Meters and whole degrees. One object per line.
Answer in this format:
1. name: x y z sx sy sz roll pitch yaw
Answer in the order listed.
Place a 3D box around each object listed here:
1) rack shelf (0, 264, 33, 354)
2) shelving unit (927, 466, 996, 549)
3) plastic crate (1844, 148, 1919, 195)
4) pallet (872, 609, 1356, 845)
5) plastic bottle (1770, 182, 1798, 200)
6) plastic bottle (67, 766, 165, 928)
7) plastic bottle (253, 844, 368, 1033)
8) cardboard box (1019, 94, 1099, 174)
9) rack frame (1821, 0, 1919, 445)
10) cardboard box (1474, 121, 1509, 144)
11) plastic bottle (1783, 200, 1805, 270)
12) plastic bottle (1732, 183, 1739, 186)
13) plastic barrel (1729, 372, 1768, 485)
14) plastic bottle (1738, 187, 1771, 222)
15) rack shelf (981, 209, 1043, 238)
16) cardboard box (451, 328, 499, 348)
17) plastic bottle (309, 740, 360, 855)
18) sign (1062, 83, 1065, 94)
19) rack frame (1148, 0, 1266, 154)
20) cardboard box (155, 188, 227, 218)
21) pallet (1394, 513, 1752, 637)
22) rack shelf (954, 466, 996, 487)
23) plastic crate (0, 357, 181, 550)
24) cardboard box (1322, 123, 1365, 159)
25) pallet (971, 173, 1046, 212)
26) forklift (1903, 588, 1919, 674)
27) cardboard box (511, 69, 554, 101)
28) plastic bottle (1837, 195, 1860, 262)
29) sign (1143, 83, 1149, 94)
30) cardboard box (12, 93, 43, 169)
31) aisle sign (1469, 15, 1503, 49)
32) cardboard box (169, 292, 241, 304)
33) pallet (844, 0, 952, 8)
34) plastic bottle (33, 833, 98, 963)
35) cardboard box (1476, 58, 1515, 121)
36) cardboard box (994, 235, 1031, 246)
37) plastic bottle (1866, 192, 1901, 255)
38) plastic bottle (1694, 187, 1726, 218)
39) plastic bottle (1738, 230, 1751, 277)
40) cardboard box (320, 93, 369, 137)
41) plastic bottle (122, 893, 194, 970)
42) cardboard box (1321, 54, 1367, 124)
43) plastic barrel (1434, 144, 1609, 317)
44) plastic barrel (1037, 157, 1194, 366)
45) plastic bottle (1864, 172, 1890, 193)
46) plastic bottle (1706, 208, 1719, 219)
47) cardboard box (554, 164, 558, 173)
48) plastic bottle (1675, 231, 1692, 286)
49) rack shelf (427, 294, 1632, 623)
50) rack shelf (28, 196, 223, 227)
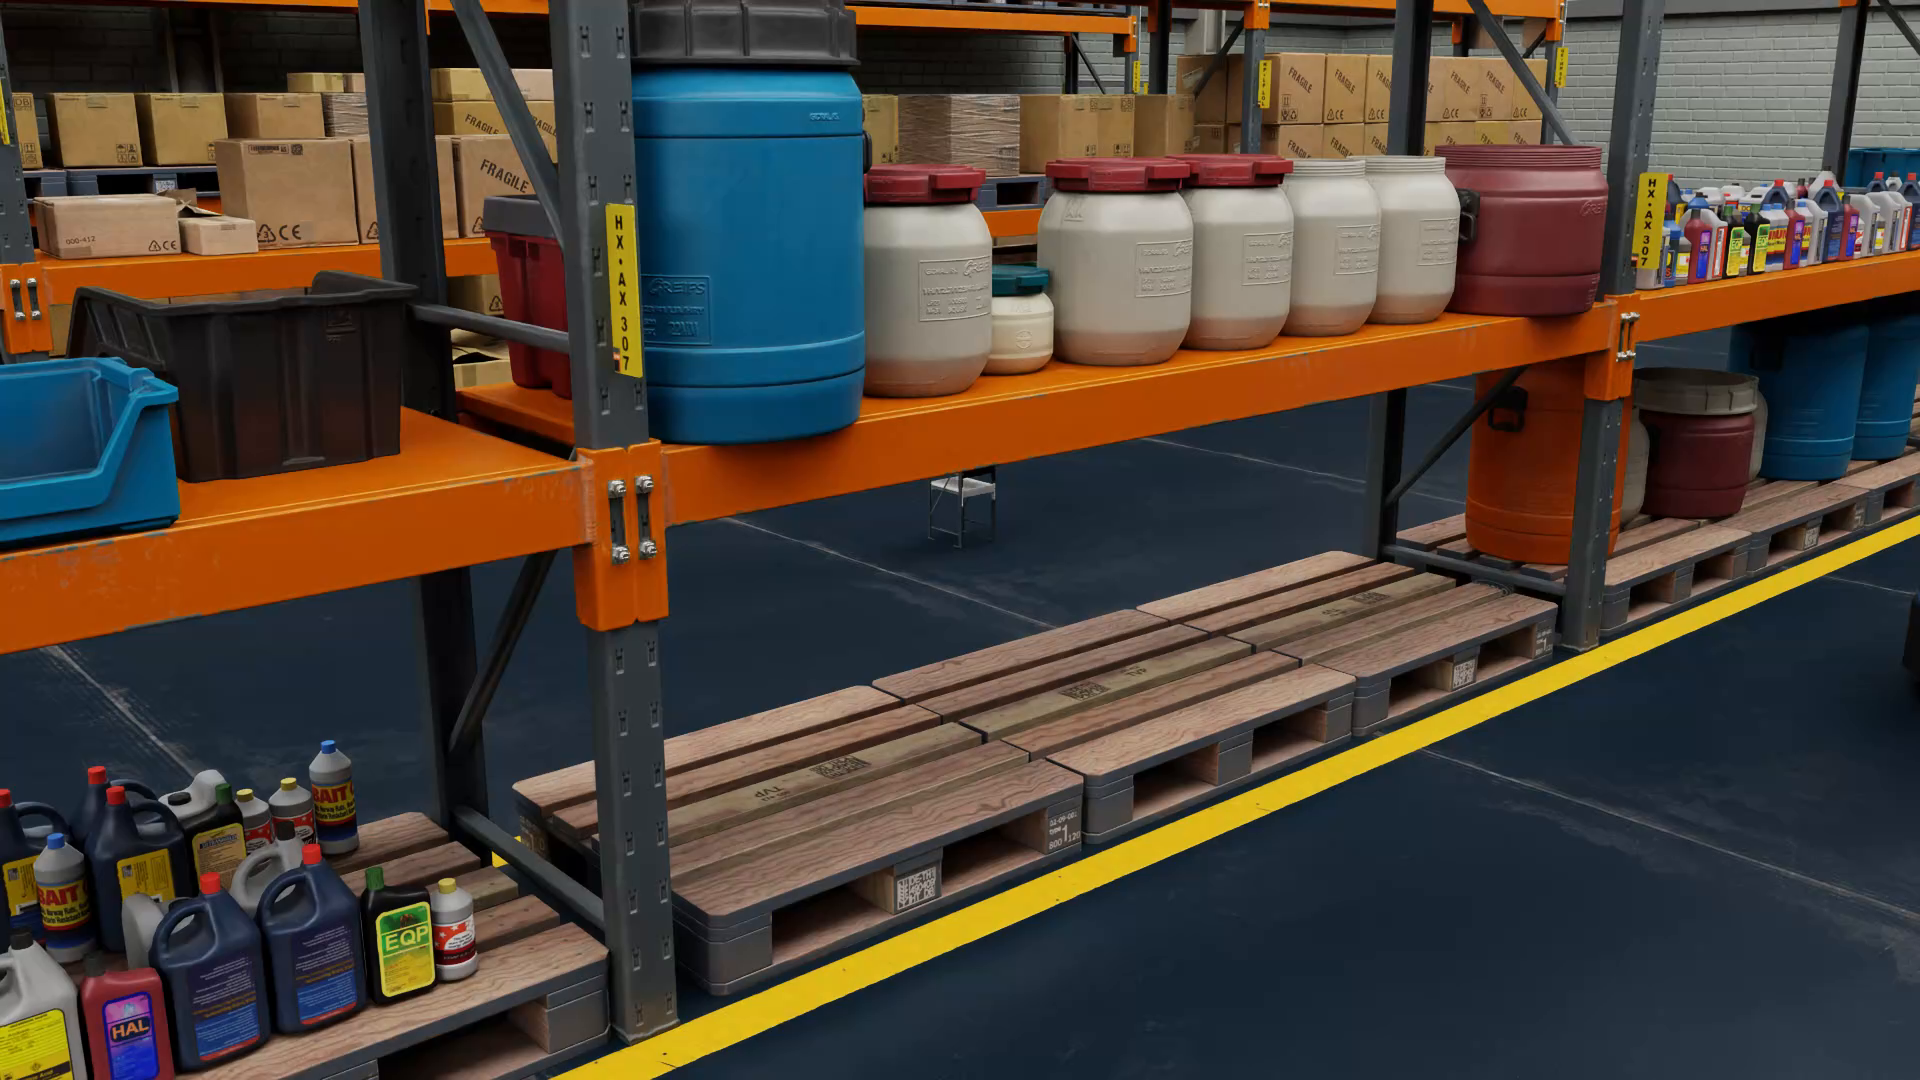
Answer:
1. rack shelf: -5.755 -0.733 6.074 4.000 0.370 1.077 -13 19 -39
2. shelving unit: 0.006 -0.436 7.639 0.210 0.900 0.258 -13 19 -39
3. plastic crate: 5.165 -1.976 9.250 0.575 0.384 0.392 -13 19 -39
4. pallet: 0.490 0.545 5.301 1.213 0.211 1.003 -13 19 -39
5. plastic bottle: 4.162 -1.683 8.479 0.135 0.276 0.152 -13 19 -39
6. plastic bottle: -1.879 0.669 3.712 0.185 0.351 0.144 -12 19 -38
7. plastic bottle: -1.295 0.779 3.303 0.185 0.351 0.144 -13 20 -41
8. cardboard box: 0.496 -2.714 11.090 0.700 0.500 0.500 10 18 33
9. rack frame: 5.037 -1.809 8.711 0.127 3.000 1.000 -13 19 -39
10. cardboard box: 4.258 -3.283 14.033 0.500 0.500 0.500 -12 19 -39
11. plastic bottle: 3.460 -1.272 6.927 0.133 0.283 0.061 -13 19 -39
12. plastic bottle: 3.810 -1.623 8.241 0.133 0.283 0.061 -13 19 -39
13. plastic barrel: 3.597 -0.523 7.903 0.421 0.512 0.421 0 15 0
14. plastic bottle: 3.839 -1.559 8.013 0.135 0.276 0.152 -13 19 -39
15. rack shelf: 0.280 -2.088 11.147 4.000 0.370 1.077 -13 19 -39
16. cardboard box: -2.594 -1.034 9.235 0.500 0.311 0.500 -13 20 -41
17. plastic bottle: -1.526 0.620 4.050 0.097 0.271 0.097 0 15 0
18. sign: 1.191 -4.981 18.754 0.005 0.325 0.100 -13 19 -39
19. rack frame: 1.788 -2.774 12.323 0.127 3.000 1.000 -13 19 -39
20. cardboard box: -3.704 -1.539 7.958 0.258 0.266 0.396 -13 20 -41
21. pallet: 2.587 0.074 7.064 1.213 0.211 1.003 -13 19 -39
22. rack shelf: 0.006 -0.317 7.671 0.200 0.077 0.258 -13 19 -39
23. plastic crate: -1.655 -0.142 2.756 0.616 0.251 0.499 -13 19 -39
24. cardboard box: 2.736 -2.943 12.762 0.500 0.500 0.500 -12 19 -38
25. pallet: 0.235 -2.334 11.048 1.213 0.211 1.003 -13 19 -39
26. forklift: 4.461 -0.634 4.444 1.130 2.935 3.031 -8 17 -29
27. cardboard box: -3.567 -3.742 13.685 0.500 0.250 0.500 -13 20 -40
28. plastic bottle: 3.875 -1.366 7.276 0.133 0.283 0.061 -13 19 -39
29. sign: 1.426 -3.297 12.602 0.005 0.325 0.100 -13 19 -39
30. cardboard box: -6.669 -2.816 11.435 0.500 0.500 0.700 -10 18 -34
31. aisle sign: 4.665 -4.776 14.782 0.004 0.787 0.394 -13 19 -39
32. cardboard box: -5.814 -1.779 12.588 0.500 0.500 0.700 -13 20 -40
33. pallet: -0.842 -5.281 16.067 1.213 0.211 1.003 -13 19 -39
34. plastic bottle: -1.909 0.756 3.543 0.097 0.271 0.097 0 15 0
35. cardboard box: 4.270 -3.768 13.914 0.500 0.500 0.500 -12 19 -38
36. cardboard box: 0.332 -3.103 17.583 0.500 0.500 0.700 -13 20 -41
37. plastic bottle: 4.194 -1.449 7.604 0.135 0.276 0.152 -13 19 -39
38. plastic bottle: 3.564 -1.549 7.976 0.135 0.276 0.152 -13 19 -39
39. plastic bottle: 3.113 -1.161 6.670 0.097 0.201 0.097 0 15 0
40. cardboard box: -4.832 -3.240 13.019 0.700 0.500 0.500 13 20 40
41. plastic bottle: -1.556 0.823 3.283 0.135 0.276 0.152 -13 19 -39
42. cardboard box: 2.717 -3.418 12.602 0.500 0.500 0.500 -13 20 -41
43. plastic barrel: 1.868 -1.060 5.641 0.708 0.536 0.600 -13 19 -39
44. plastic barrel: 0.421 -0.763 4.532 0.433 0.535 0.433 0 15 0
45. plastic bottle: 4.324 -1.563 7.883 0.185 0.351 0.144 -13 19 -39
46. plastic bottle: 2.973 -1.184 6.621 0.097 0.271 0.097 0 15 0
47. cardboard box: -3.523 -3.095 13.974 0.250 0.149 0.380 -13 20 -40
48. plastic bottle: 2.737 -1.077 6.354 0.097 0.201 0.097 0 15 0
49. rack shelf: 0.511 -0.445 4.998 4.000 0.370 1.077 -13 19 -39
50. rack shelf: -5.993 -2.374 12.219 4.000 0.370 1.077 -13 19 -39
